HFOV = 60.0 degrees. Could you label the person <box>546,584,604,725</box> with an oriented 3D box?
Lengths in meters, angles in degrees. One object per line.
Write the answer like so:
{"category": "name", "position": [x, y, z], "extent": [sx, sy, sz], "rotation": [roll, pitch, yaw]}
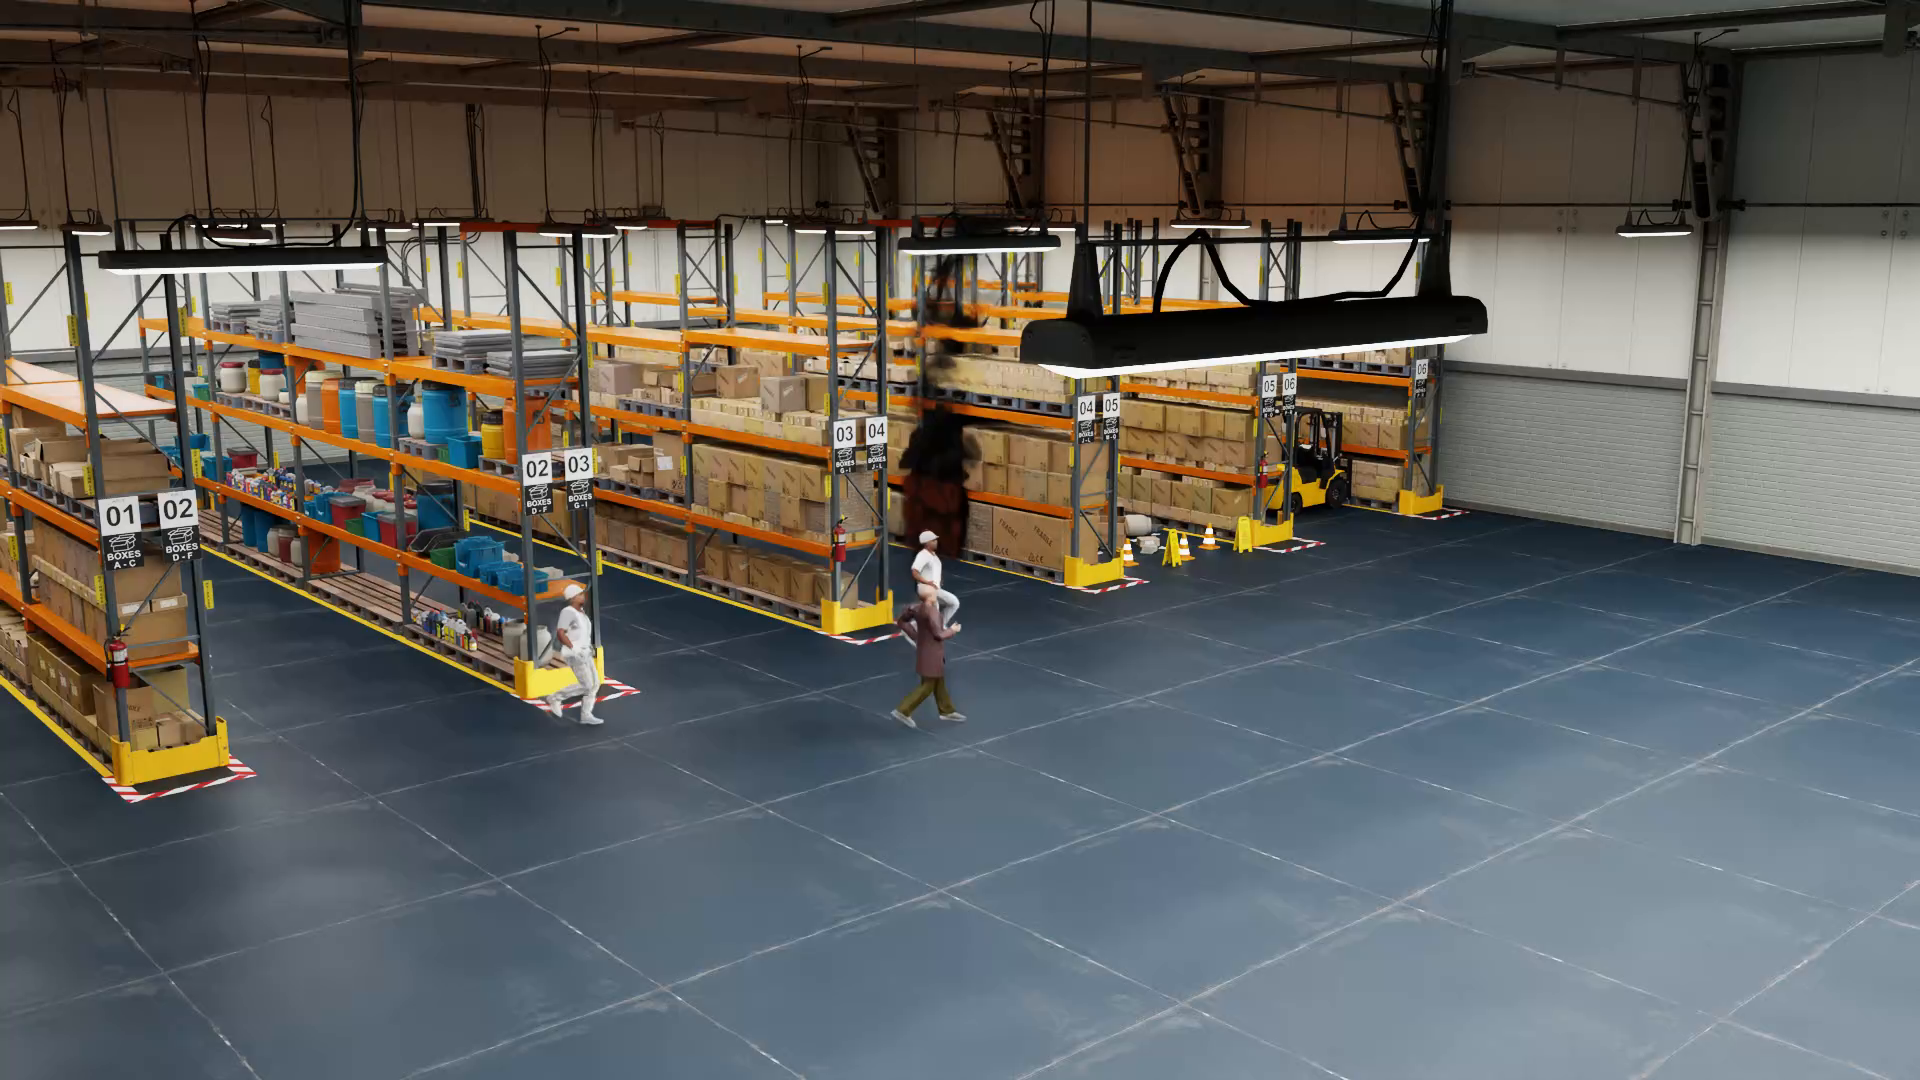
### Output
{"category": "person", "position": [-4.747, 1.401, 20.604], "extent": [0.698, 1.712, 0.731], "rotation": [0, 11, 0]}

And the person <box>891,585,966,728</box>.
{"category": "person", "position": [-0.372, 1.413, 20.211], "extent": [1.034, 1.784, 0.701], "rotation": [-5, 12, -22]}

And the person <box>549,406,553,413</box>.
{"category": "person", "position": [-9.684, -2.341, 39.077], "extent": [0.710, 1.770, 0.855], "rotation": [-2, 12, -11]}

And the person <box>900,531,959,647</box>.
{"category": "person", "position": [-0.434, 0.709, 23.821], "extent": [0.876, 1.704, 0.754], "rotation": [2, 12, 8]}
